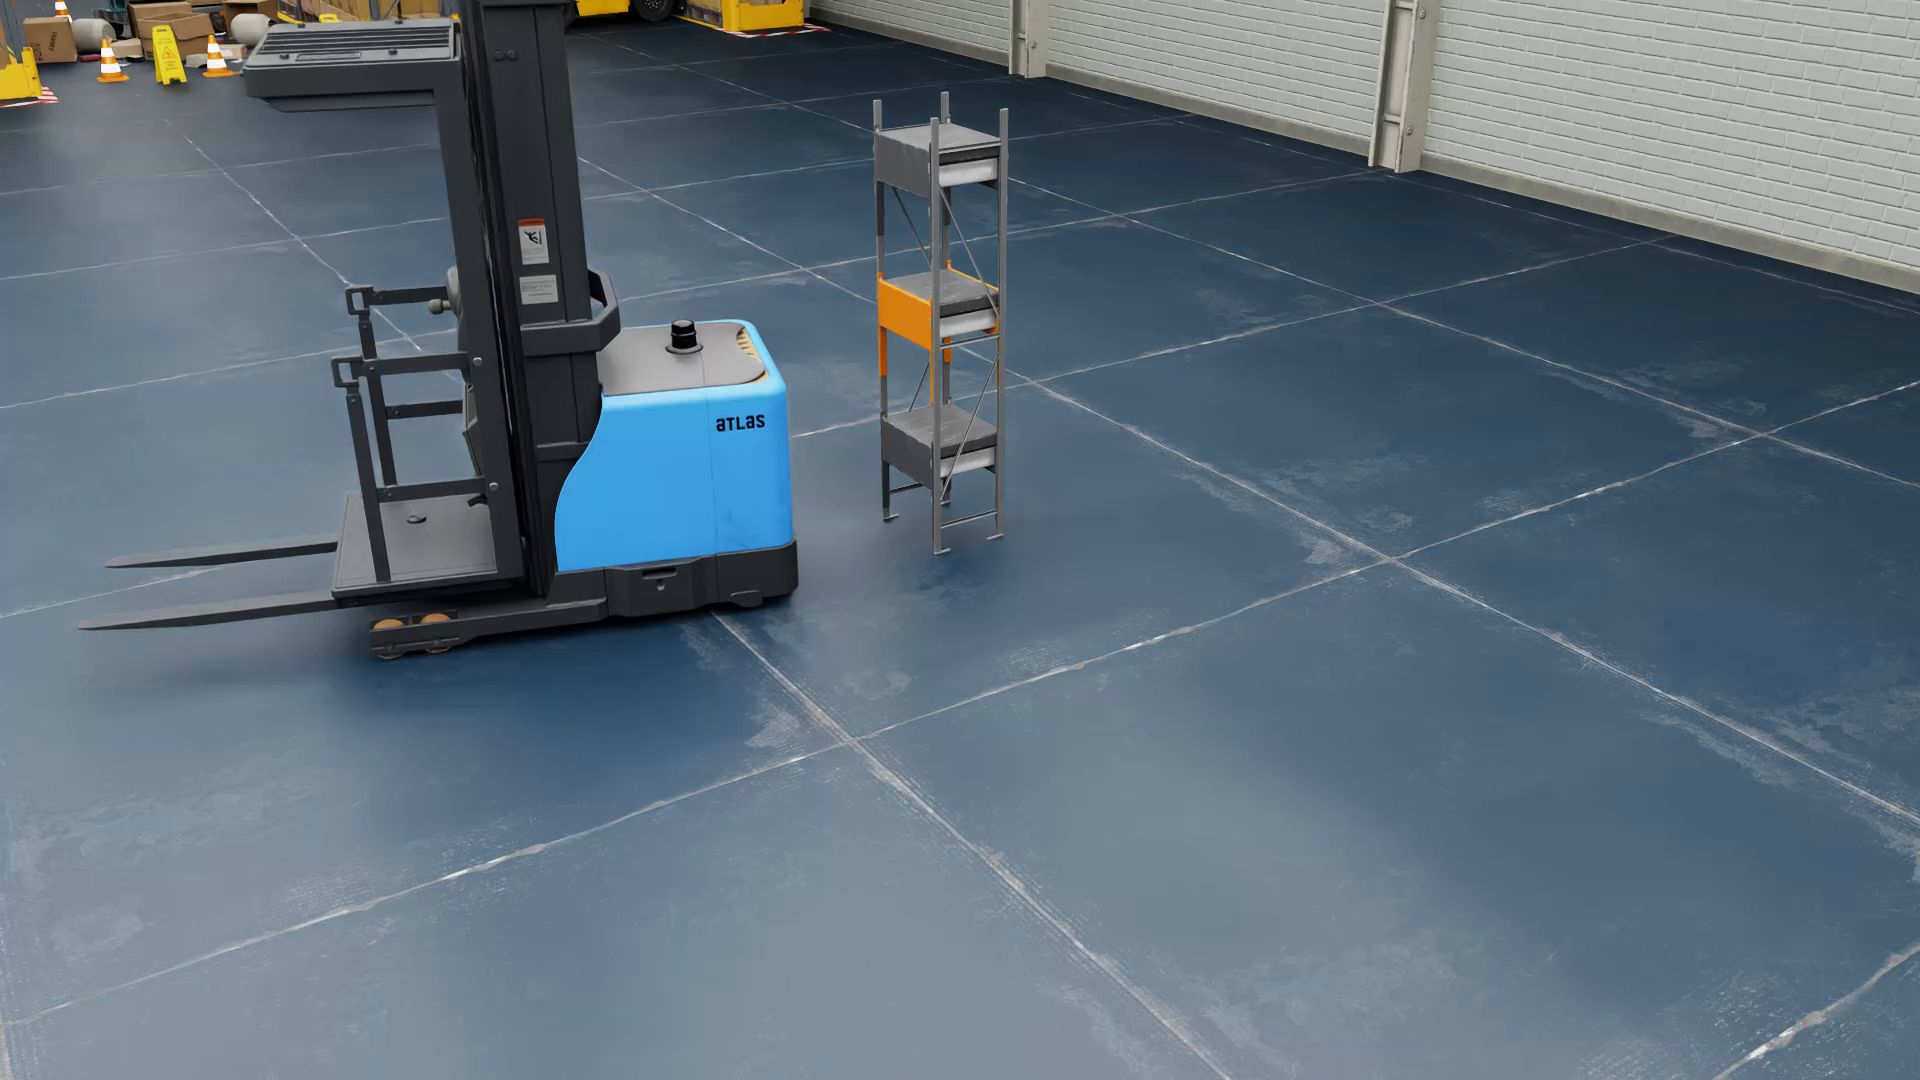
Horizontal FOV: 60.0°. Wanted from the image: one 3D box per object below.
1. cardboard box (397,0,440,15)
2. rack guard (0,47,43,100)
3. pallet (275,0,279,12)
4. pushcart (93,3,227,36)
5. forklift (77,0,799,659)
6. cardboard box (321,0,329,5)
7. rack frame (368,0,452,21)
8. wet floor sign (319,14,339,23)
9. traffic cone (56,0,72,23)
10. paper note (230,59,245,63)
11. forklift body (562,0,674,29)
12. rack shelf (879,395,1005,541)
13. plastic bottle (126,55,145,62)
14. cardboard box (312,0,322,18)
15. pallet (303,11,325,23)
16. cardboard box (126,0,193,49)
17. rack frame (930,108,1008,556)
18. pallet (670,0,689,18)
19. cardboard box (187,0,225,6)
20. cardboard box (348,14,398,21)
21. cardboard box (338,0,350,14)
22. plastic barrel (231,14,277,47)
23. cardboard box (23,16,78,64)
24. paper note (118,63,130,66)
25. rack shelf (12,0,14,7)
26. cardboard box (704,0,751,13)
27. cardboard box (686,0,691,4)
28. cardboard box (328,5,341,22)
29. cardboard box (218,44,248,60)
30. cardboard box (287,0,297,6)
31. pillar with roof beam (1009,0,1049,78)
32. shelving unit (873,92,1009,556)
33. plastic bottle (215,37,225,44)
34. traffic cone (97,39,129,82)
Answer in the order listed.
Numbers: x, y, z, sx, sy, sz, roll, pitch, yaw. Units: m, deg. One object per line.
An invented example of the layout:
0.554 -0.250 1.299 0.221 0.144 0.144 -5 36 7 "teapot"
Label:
-7.199 -7.203 21.845 0.500 0.500 0.500 -17 30 -31 "cardboard box"
-11.056 -5.228 18.738 1.175 0.500 0.348 -16 29 -30 "rack guard"
-10.256 -8.441 25.883 1.003 0.211 1.213 -16 29 -30 "pallet"
-11.043 -7.252 23.170 0.936 0.377 1.648 18 31 33 "pushcart"
-2.318 -1.064 7.071 3.031 2.935 1.130 -7 26 -14 "forklift"
-8.480 -7.624 22.737 0.500 0.500 0.500 -14 29 -27 "cardboard box"
-6.976 -7.556 20.743 1.000 3.000 0.127 -16 29 -30 "rack frame"
-7.769 -6.174 20.573 0.267 0.644 0.232 -6 26 -12 "wet floor sign"
-12.719 -7.482 23.556 0.336 0.463 0.334 -16 29 -30 "traffic cone"
-9.160 -6.088 21.110 0.142 0.019 0.148 18 31 33 "paper note"
-5.383 -8.584 23.913 2.313 2.155 1.214 -16 29 -30 "forklift body"
-0.090 -0.363 8.232 0.431 0.518 0.480 -16 29 -30 "rack shelf"
-10.510 -6.128 21.158 0.283 0.061 0.133 18 31 33 "plastic bottle"
-8.763 -7.471 23.291 0.500 0.250 0.500 -14 29 -27 "cardboard box"
-8.764 -7.494 23.877 1.003 0.211 1.213 -16 29 -30 "pallet"
-10.574 -6.860 22.032 0.797 0.637 0.503 -16 29 -30 "cardboard box"
0.043 -0.921 7.742 0.400 2.100 0.015 -16 29 -30 "rack frame"
-3.934 -8.153 25.273 1.003 0.211 1.213 -16 29 -30 "pallet"
-10.635 -7.773 23.244 0.500 0.500 0.500 -16 29 -30 "cardboard box"
-7.656 -6.738 21.738 0.500 0.250 0.500 -16 29 -30 "cardboard box"
-7.920 -7.253 21.952 0.500 0.500 0.500 -14 29 -28 "cardboard box"
-9.373 -6.777 22.110 0.512 0.421 0.421 3 25 6 "plastic barrel"
-11.545 -6.352 21.117 0.500 0.500 0.500 -10 27 -21 "cardboard box"
-10.479 -5.965 20.851 0.144 0.017 0.142 -6 26 -12 "paper note"
-12.160 -6.757 19.891 1.077 0.370 4.000 -16 29 -30 "rack shelf"
-3.341 -7.755 23.893 0.500 0.250 0.500 -15 29 -29 "cardboard box"
-3.870 -8.116 24.658 0.500 0.250 0.500 -15 29 -29 "cardboard box"
-8.210 -7.102 22.510 0.500 0.250 0.500 -17 30 -31 "cardboard box"
-9.384 -6.265 21.347 0.380 0.149 0.250 -1 25 -3 "cardboard box"
-9.448 -8.176 24.641 0.950 0.372 0.625 -15 29 -29 "cardboard box"
-2.776 -8.737 16.216 9.100 9.000 0.400 -16 29 -30 "pillar with roof beam"
-0.090 -1.009 7.927 0.431 2.100 0.503 -16 29 -30 "shelving unit"
-10.027 -6.759 22.497 0.133 0.061 0.283 -10 27 -21 "plastic bottle"
-10.169 -5.740 19.867 0.336 0.463 0.334 -16 29 -30 "traffic cone"
